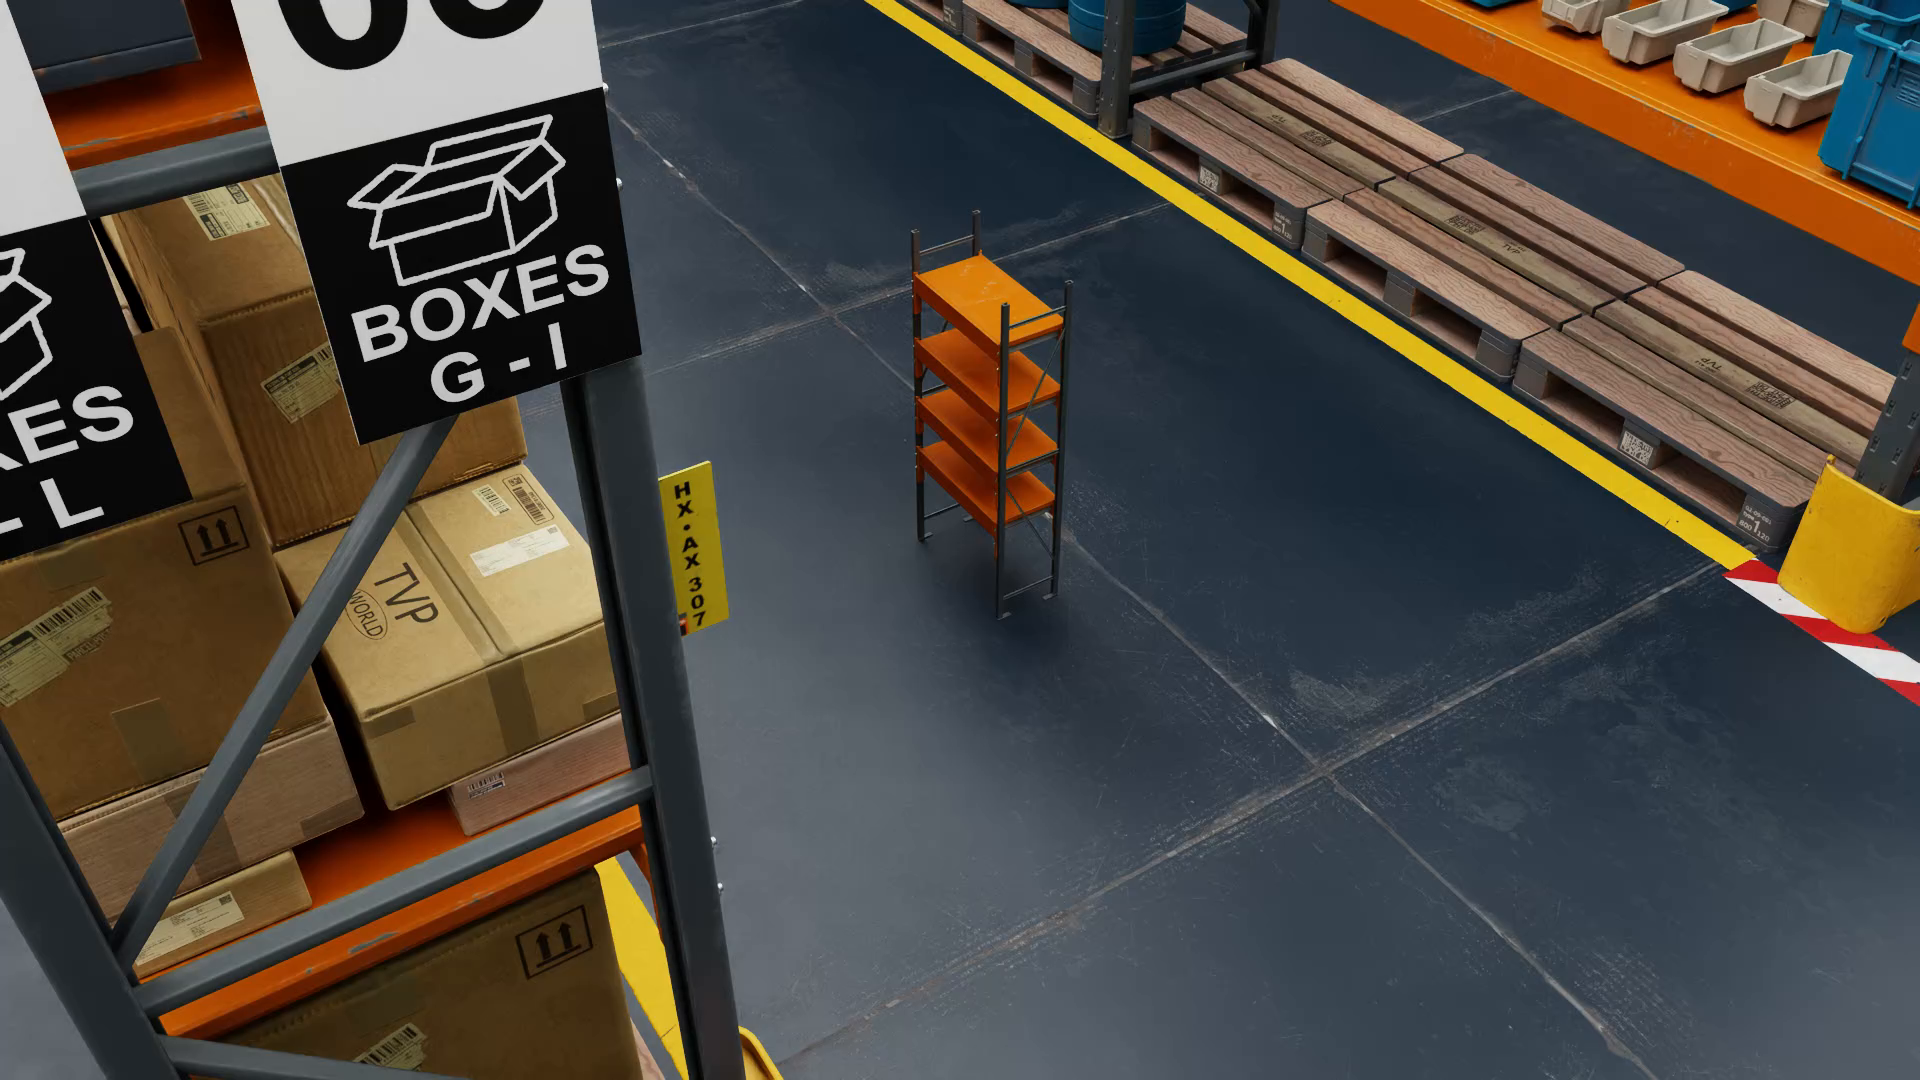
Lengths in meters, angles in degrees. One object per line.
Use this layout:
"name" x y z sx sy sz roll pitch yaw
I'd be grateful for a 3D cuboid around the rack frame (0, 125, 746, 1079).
"rack frame" -0.901 0.572 2.720 0.949 2.616 0.053 -22 45 -24

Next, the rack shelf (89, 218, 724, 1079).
"rack shelf" -1.973 -0.232 4.247 1.077 0.370 4.000 -22 45 -24

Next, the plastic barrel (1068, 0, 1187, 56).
"plastic barrel" 0.849 -2.947 8.255 0.600 0.901 0.708 -22 45 -24

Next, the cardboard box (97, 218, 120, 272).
"cardboard box" -2.035 -0.942 4.423 0.500 0.250 0.500 -21 44 -24

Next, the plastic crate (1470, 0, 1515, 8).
"plastic crate" 1.958 -2.113 6.026 0.416 0.233 0.300 -22 45 -24

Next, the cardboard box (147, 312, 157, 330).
"cardboard box" -1.481 -0.388 3.757 0.500 0.250 0.500 -24 45 -26

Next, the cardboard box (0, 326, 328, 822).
"cardboard box" -1.381 0.054 2.641 0.500 0.500 0.500 -22 44 -24

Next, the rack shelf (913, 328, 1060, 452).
"rack shelf" 0.089 -0.492 5.159 0.258 0.148 0.480 -22 45 -24

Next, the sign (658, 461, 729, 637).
"sign" -0.427 0.020 2.644 0.100 0.325 0.005 -22 45 -24

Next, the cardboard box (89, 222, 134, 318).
"cardboard box" -2.212 -0.484 3.872 0.500 0.250 0.500 -22 45 -24

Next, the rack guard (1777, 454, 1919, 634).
"rack guard" 3.302 -0.165 5.557 1.175 0.500 0.348 -22 45 -24

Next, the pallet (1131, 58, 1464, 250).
"pallet" 1.555 -1.838 7.791 1.003 0.211 1.213 -22 45 -24

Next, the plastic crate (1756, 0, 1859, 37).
"plastic crate" 2.956 -1.870 5.810 0.250 0.136 0.298 -22 45 -24

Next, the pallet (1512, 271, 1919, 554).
"pallet" 2.867 -0.521 6.210 1.003 0.211 1.213 -22 45 -24

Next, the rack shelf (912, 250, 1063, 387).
"rack shelf" 0.089 -0.673 5.007 0.258 0.148 0.480 -22 45 -24

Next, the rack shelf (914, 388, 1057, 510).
"rack shelf" 0.089 -0.320 5.302 0.258 0.148 0.480 -22 45 -24

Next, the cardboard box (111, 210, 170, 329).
"cardboard box" -1.481 -0.673 3.513 0.500 0.500 0.500 -23 45 -26

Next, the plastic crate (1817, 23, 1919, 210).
"plastic crate" 2.941 -1.287 4.876 0.616 0.435 0.499 -22 45 -24

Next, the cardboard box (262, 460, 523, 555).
"cardboard box" -1.213 -0.116 3.430 0.500 0.250 0.500 -23 45 -25

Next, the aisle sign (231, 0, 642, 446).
"aisle sign" -0.606 -0.492 1.966 0.394 0.787 0.004 -22 45 -24

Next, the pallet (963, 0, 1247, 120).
"pallet" 0.748 -2.652 8.768 1.003 0.211 1.213 -22 45 -24

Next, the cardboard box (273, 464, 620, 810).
"cardboard box" -0.928 0.163 3.097 0.500 0.250 0.500 -23 45 -25

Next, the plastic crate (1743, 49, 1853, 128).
"plastic crate" 2.687 -1.433 5.286 0.396 0.136 0.243 -22 45 -24

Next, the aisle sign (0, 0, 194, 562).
"aisle sign" -1.112 -0.285 1.719 0.394 0.787 0.004 -22 45 -24

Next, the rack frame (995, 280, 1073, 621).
"rack frame" 0.220 -0.240 5.101 0.240 1.200 0.015 -22 45 -24

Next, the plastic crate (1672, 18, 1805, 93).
"plastic crate" 2.543 -1.595 5.480 0.396 0.136 0.243 -22 45 -24

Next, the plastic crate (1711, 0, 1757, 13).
"plastic crate" 2.715 -2.050 5.950 0.416 0.233 0.300 -22 45 -24

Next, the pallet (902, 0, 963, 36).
"pallet" 0.088 -3.311 9.559 1.003 0.211 1.213 -22 45 -24

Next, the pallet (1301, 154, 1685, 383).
"pallet" 2.216 -1.179 7.000 1.003 0.211 1.213 -22 45 -24

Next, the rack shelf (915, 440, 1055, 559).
"rack shelf" 0.089 -0.167 5.429 0.258 0.148 0.480 -22 45 -24

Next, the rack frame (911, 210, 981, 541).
"rack frame" -0.042 -0.503 5.417 0.240 1.200 0.015 -22 45 -24

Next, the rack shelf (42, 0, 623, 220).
"rack shelf" -1.973 -1.384 3.287 1.077 0.370 4.000 -22 45 -24

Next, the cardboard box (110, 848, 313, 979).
"cardboard box" -1.367 0.589 2.896 0.380 0.149 0.250 -21 44 -24

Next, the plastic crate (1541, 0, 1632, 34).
"plastic crate" 2.198 -1.890 5.834 0.298 0.136 0.250 -22 45 -24

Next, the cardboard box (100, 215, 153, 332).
"cardboard box" -1.766 -0.668 4.093 0.500 0.250 0.500 -23 45 -25

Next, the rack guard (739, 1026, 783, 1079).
"rack guard" -0.885 1.545 3.506 1.175 0.500 0.348 -22 45 -24

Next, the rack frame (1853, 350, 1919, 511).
"rack frame" 3.278 -1.134 4.767 1.000 3.000 0.127 -22 45 -24

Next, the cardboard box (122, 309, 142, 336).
"cardboard box" -1.928 -0.204 3.537 0.500 0.250 0.500 -24 45 -26

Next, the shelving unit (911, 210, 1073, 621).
"shelving unit" 0.089 -0.372 5.259 0.258 1.200 0.503 -22 45 -24

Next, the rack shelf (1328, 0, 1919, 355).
"rack shelf" 2.203 -1.937 6.293 1.077 0.370 4.000 -22 45 -24

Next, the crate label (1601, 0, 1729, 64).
"crate label" 2.373 -1.737 5.650 0.396 0.136 0.243 -22 45 -24

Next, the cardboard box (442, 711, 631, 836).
"cardboard box" -0.811 0.363 3.168 0.380 0.149 0.250 -22 44 -24

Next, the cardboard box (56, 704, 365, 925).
"cardboard box" -1.382 0.344 2.878 0.500 0.250 0.500 -23 45 -25

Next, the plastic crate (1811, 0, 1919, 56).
"plastic crate" 3.069 -1.694 5.524 0.416 0.233 0.300 -22 45 -24

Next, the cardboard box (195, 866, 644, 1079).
"cardboard box" -1.309 0.908 3.649 0.875 0.875 0.875 -22 45 -24

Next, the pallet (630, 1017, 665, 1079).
"pallet" -1.394 1.238 4.100 1.003 0.211 1.213 -22 45 -24

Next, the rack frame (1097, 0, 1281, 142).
"rack frame" 1.127 -3.293 7.358 1.000 3.000 0.127 -22 45 -24

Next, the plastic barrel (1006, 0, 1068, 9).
"plastic barrel" 0.468 -3.329 8.714 0.600 0.901 0.708 -22 45 -24

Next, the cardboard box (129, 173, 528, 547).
"cardboard box" -1.197 -0.395 3.180 0.500 0.500 0.500 -23 45 -25
